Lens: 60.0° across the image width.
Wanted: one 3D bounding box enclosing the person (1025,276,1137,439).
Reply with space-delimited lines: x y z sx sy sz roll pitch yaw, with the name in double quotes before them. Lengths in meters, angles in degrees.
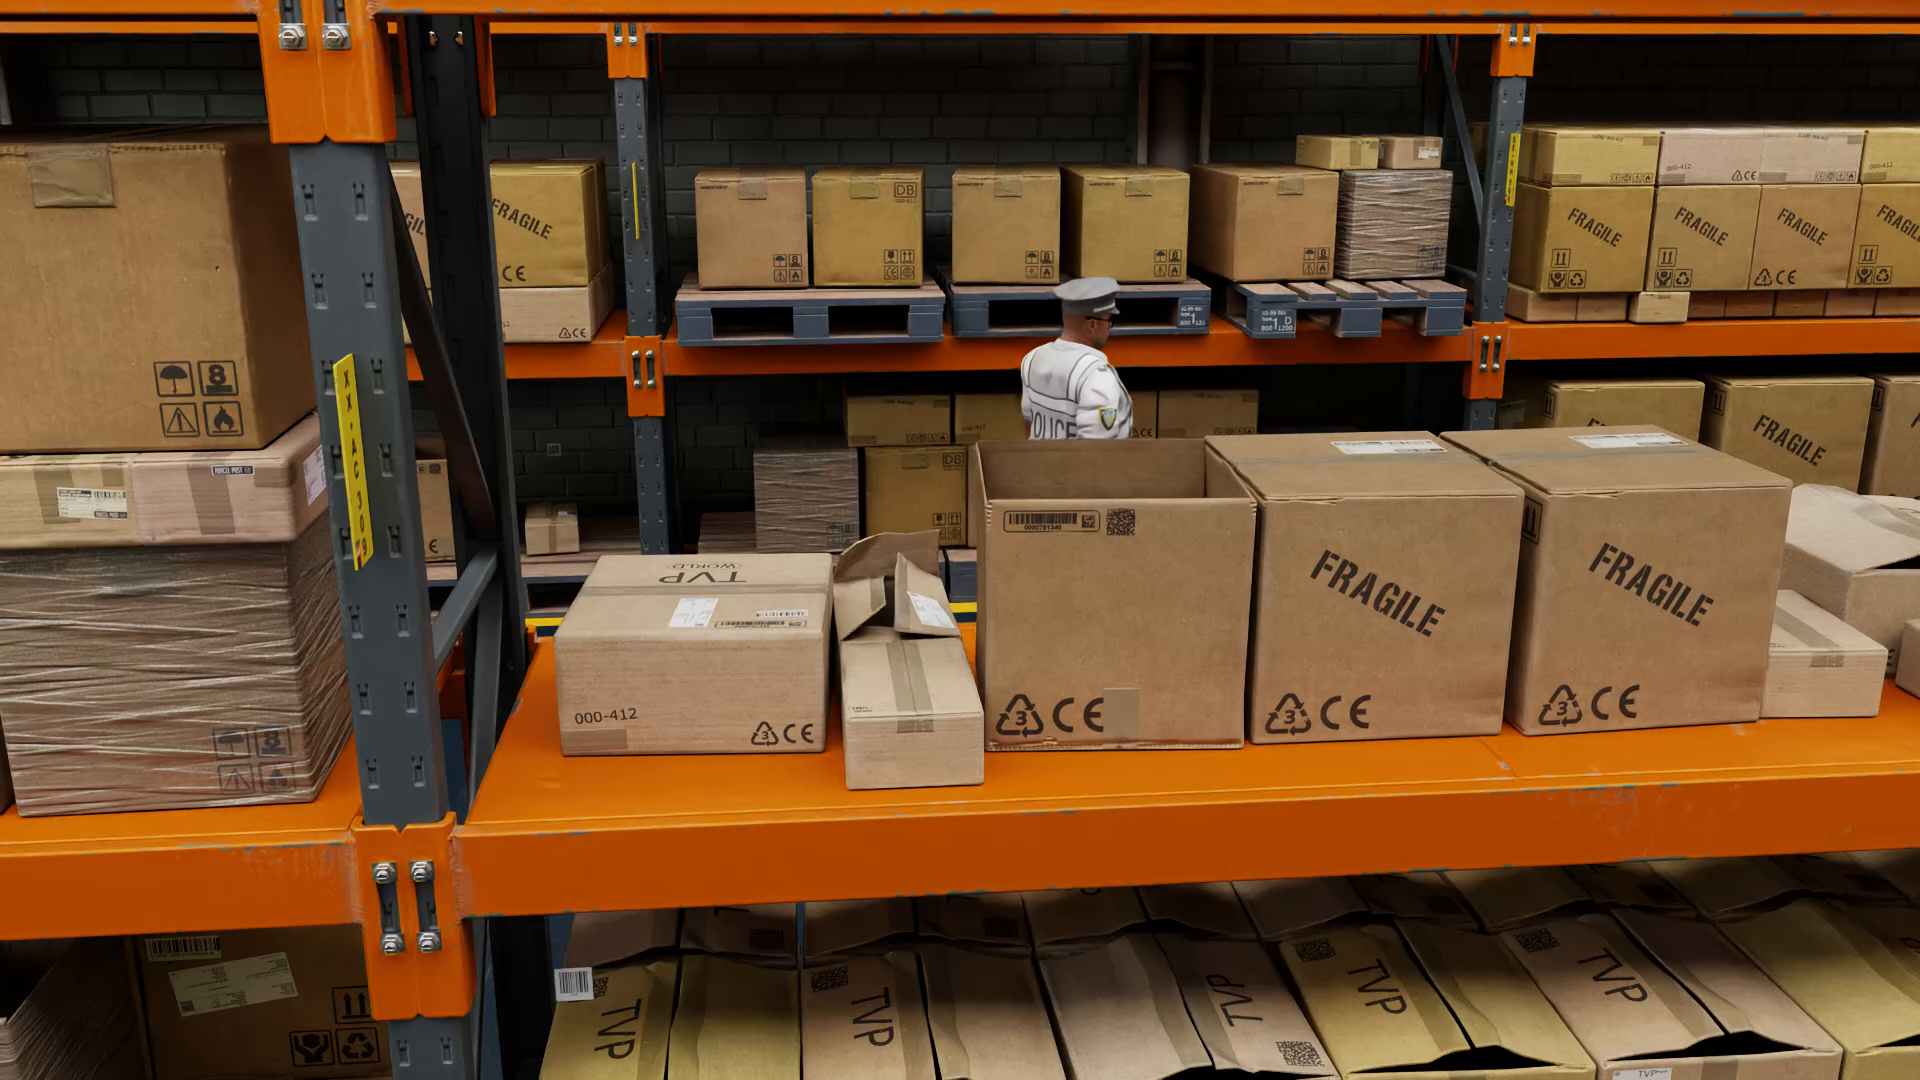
"person" 0.500 -0.156 6.519 0.672 1.744 0.530 -12 20 -34
